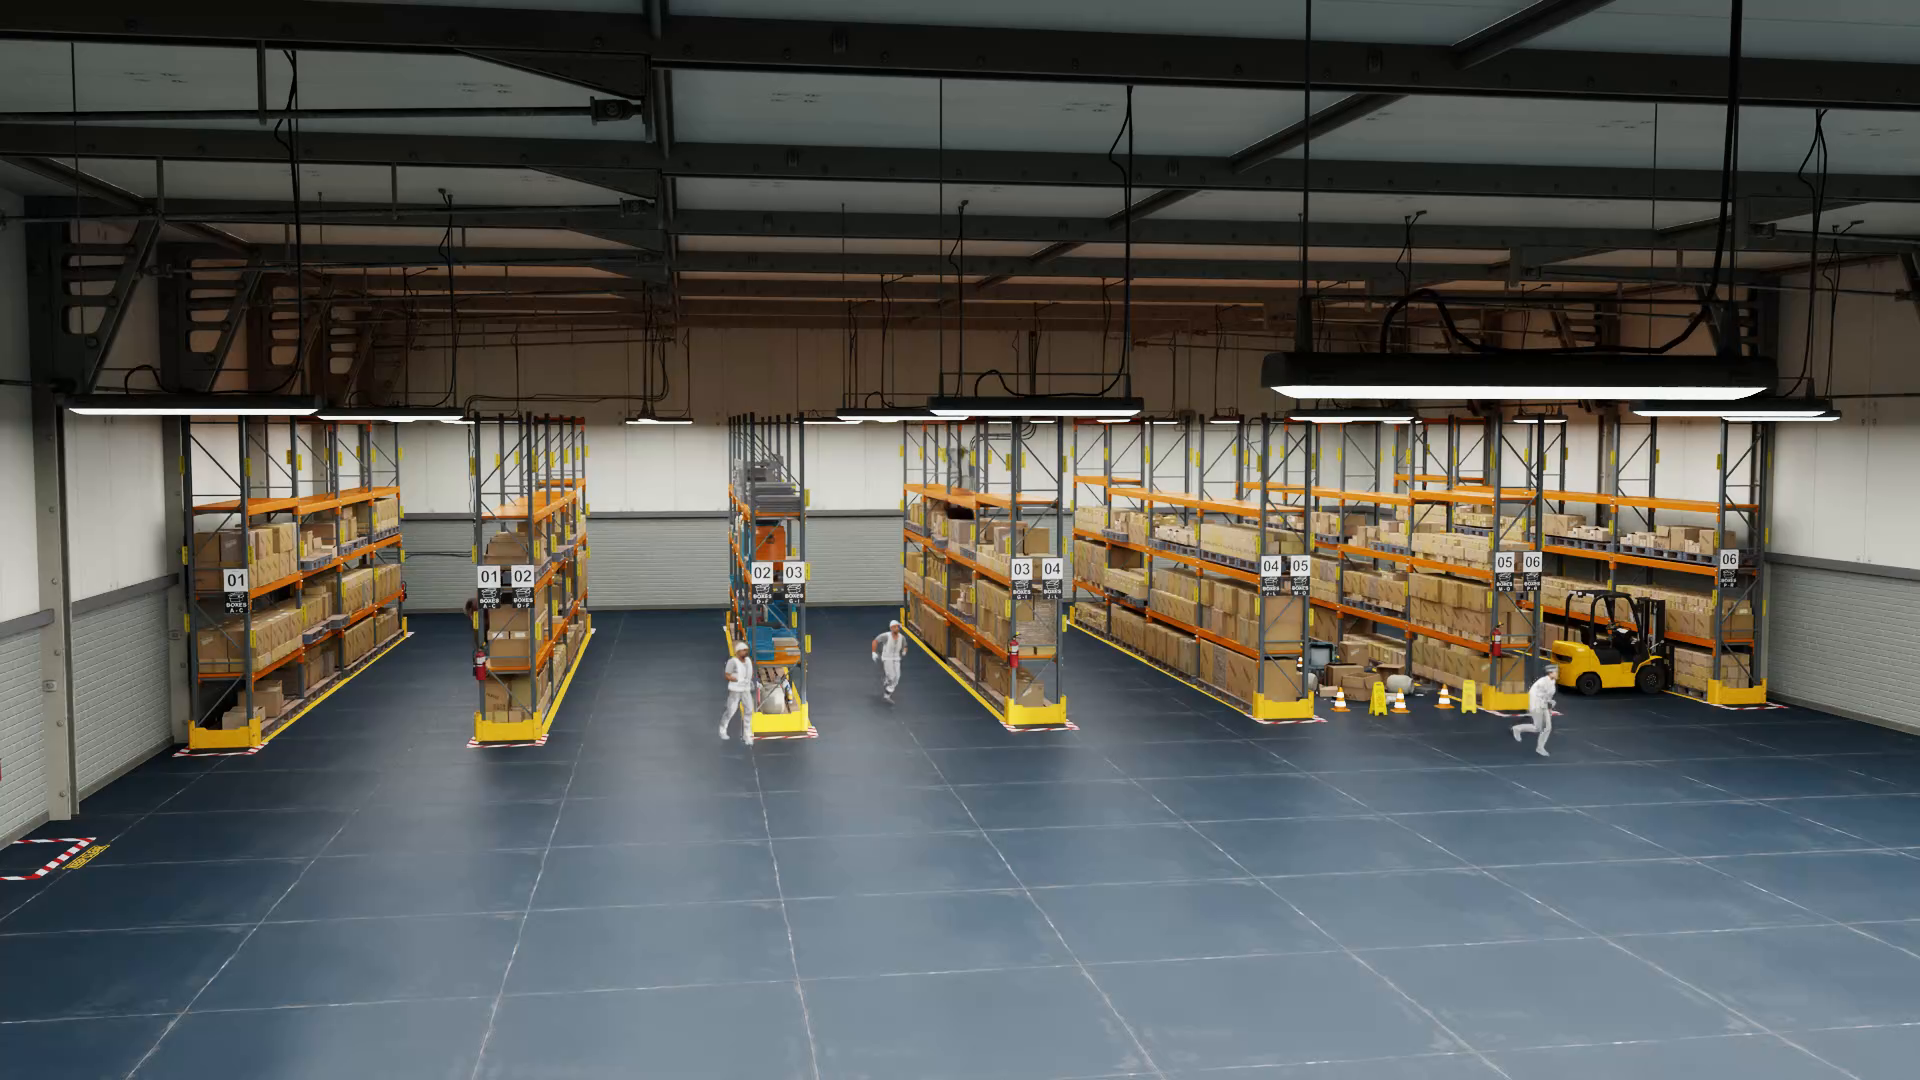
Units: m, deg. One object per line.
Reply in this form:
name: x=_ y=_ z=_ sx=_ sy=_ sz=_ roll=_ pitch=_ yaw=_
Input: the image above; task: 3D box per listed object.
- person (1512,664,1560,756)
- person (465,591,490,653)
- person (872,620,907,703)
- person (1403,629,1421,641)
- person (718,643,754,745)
person: x=10.124 y=2.959 z=29.214 sx=0.809 sy=1.624 sz=0.615 roll=3 pitch=5 yaw=40
person: x=-11.950 y=2.057 z=41.440 sx=0.687 sy=1.733 sz=0.923 roll=0 pitch=4 yaw=-6
person: x=-1.408 y=2.524 z=34.421 sx=0.710 sy=1.729 sz=0.663 roll=-2 pitch=4 yaw=-27
person: x=11.484 y=2.040 z=42.058 sx=0.671 sy=1.718 sz=0.798 roll=-1 pitch=4 yaw=-17
person: x=-3.990 y=2.772 z=30.215 sx=0.791 sy=1.826 sz=0.712 roll=4 pitch=5 yaw=43
